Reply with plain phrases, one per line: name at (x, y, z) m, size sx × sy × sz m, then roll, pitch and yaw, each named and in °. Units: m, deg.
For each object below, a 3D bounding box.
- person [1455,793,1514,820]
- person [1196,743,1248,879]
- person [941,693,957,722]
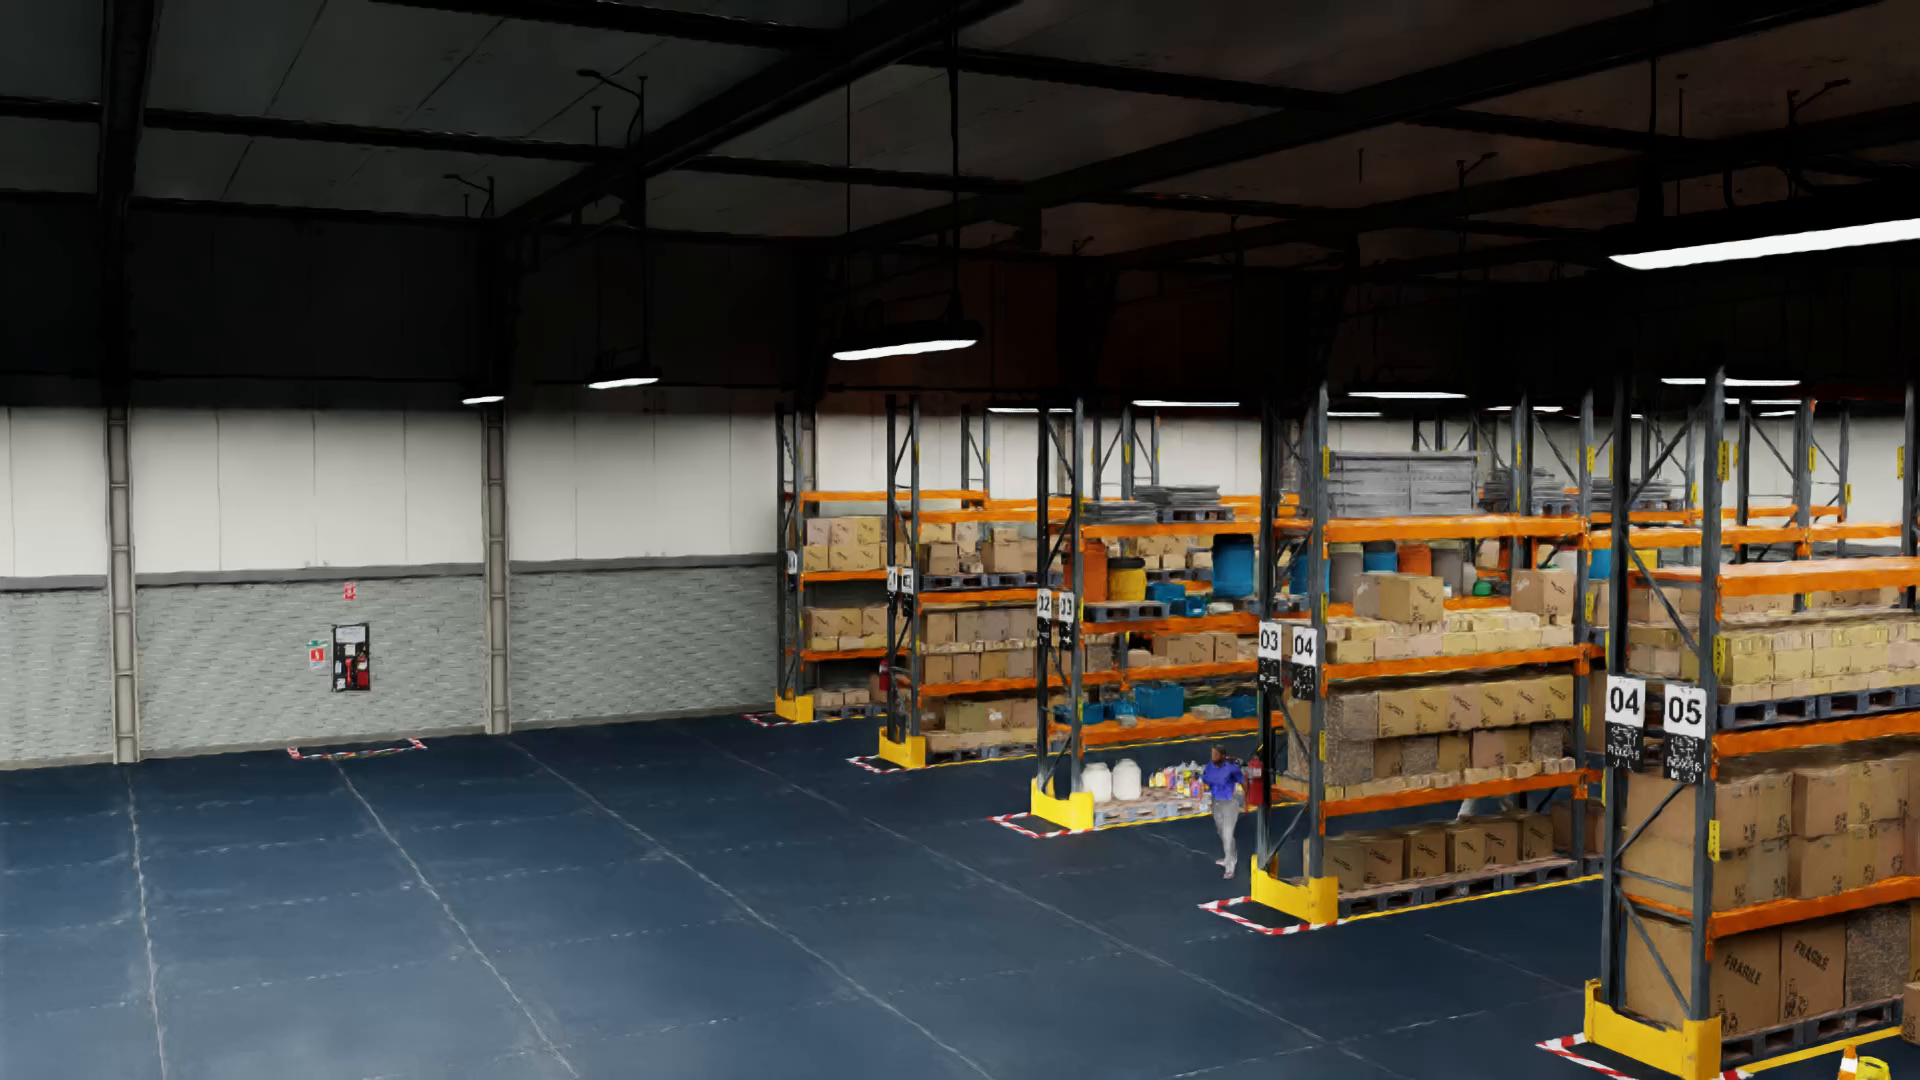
person at (6.862, 3.067, 21.723) m, size 1.204 × 1.699 × 0.590 m, roll -2°, pitch 4°, yaw -25°
person at (3.220, 3.224, 20.090) m, size 0.826 × 1.591 × 0.617 m, roll -3°, pitch 5°, yaw -44°
person at (-0.176, 2.674, 29.679) m, size 0.398 × 1.600 × 0.475 m, roll 2°, pitch 4°, yaw 28°
